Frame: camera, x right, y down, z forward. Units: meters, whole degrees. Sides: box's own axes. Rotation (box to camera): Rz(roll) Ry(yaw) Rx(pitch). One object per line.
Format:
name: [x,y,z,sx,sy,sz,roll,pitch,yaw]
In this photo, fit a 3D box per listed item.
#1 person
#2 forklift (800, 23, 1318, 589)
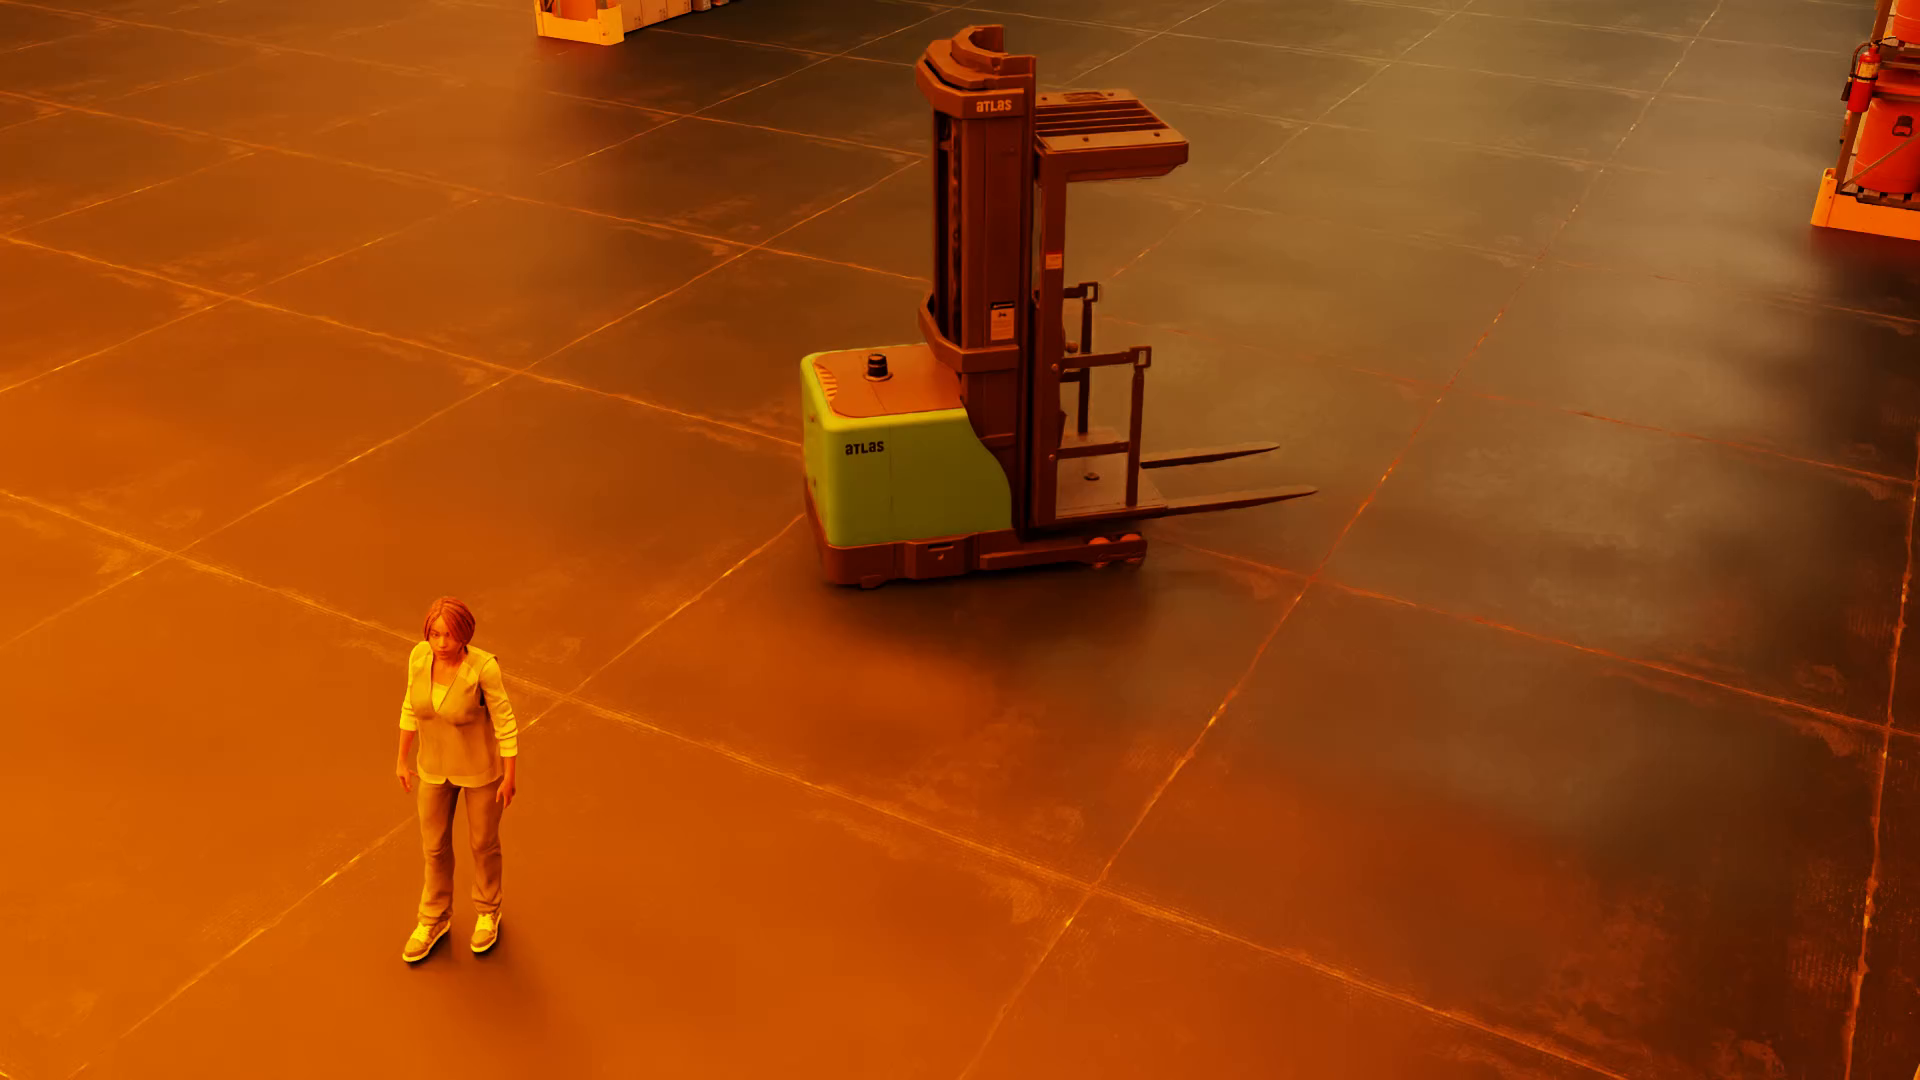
person: [-2.044,0.987,6.697,0.519,1.583,0.474,5,30,8]
forklift: [0.621,-1.366,9.438,3.031,2.935,1.130,-7,31,-11]
